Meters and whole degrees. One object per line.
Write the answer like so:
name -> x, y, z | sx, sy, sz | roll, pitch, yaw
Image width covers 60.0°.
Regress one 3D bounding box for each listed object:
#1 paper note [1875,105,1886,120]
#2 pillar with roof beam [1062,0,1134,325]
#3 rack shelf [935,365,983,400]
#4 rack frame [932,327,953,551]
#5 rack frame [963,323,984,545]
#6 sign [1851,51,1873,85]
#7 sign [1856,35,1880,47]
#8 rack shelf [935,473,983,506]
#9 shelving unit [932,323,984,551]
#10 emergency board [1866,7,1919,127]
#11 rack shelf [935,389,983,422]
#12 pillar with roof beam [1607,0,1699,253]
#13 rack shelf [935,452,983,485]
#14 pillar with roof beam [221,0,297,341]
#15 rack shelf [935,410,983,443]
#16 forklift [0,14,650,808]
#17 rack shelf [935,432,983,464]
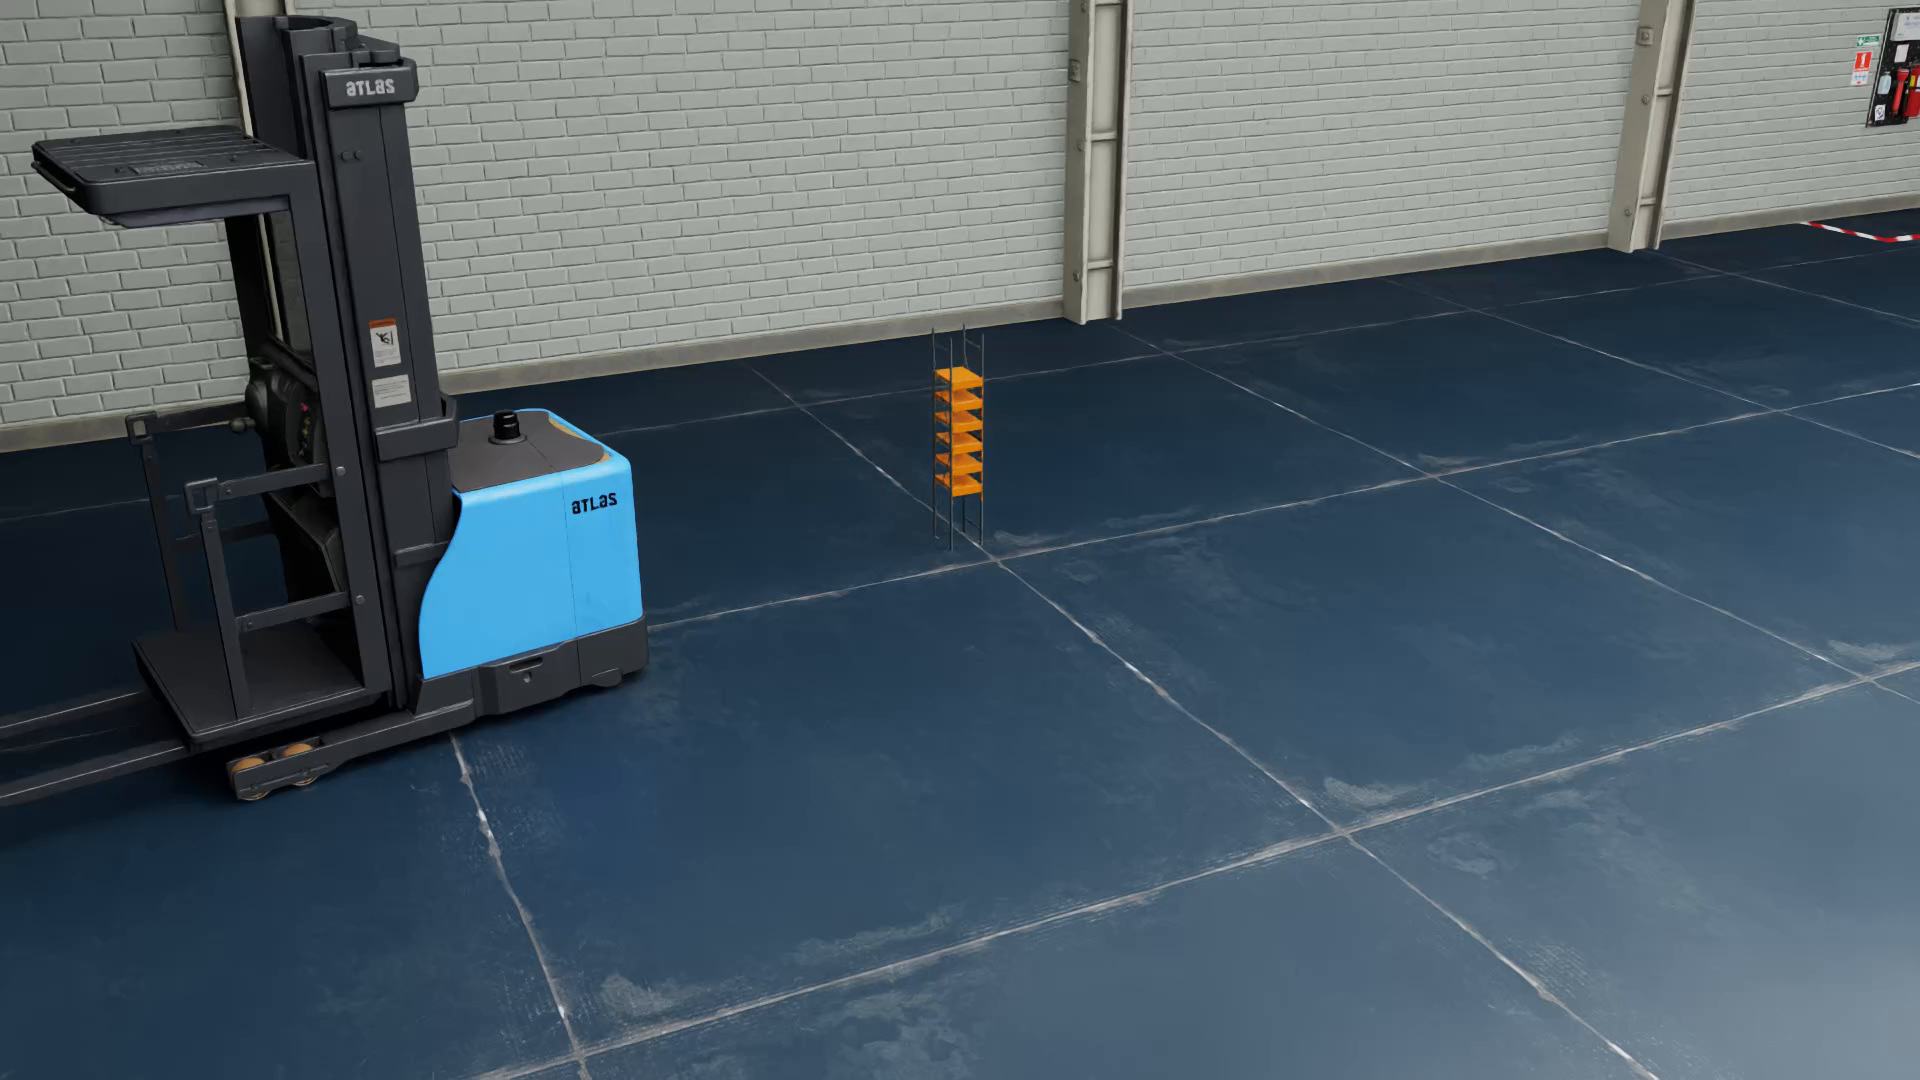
paper note -> 9.464, -4.396, 17.100 | 0.142, 0.148, 0.016 | -10, 25, -24
pillar with roof beam -> 2.951, -4.503, 8.363 | 0.400, 9.000, 9.100 | -10, 25, -24
rack shelf -> -0.013, -0.844, 8.894 | 0.180, 0.103, 0.258 | -10, 25, -24
rack frame -> -0.095, -0.537, 8.978 | 0.006, 1.200, 0.240 | -10, 25, -24
rack frame -> 0.069, -0.567, 9.051 | 0.006, 1.200, 0.240 | -10, 25, -24
sign -> 9.111, -4.769, 16.802 | 0.234, 0.329, 0.001 | -10, 25, -24
sign -> 9.119, -5.011, 16.695 | 0.331, 0.109, 0.001 | -10, 25, -24
rack shelf -> -0.013, -0.289, 9.124 | 0.180, 0.103, 0.258 | -10, 25, -24
shelving unit -> -0.013, -0.552, 9.015 | 0.189, 1.200, 0.258 | -10, 25, -24
emergency board -> 9.654, -4.809, 16.945 | 0.643, 1.169, 0.194 | -10, 25, -24
rack shelf -> -0.013, -0.733, 8.940 | 0.180, 0.103, 0.258 | -10, 25, -24
pillar with roof beam -> 8.358, -5.498, 10.767 | 0.400, 9.000, 9.100 | -10, 25, -24
rack shelf -> -0.013, -0.400, 9.078 | 0.180, 0.103, 0.258 | -10, 25, -24
pillar with roof beam -> -2.455, -3.508, 5.959 | 0.400, 9.000, 9.100 | -10, 25, -24
rack shelf -> -0.013, -0.622, 8.986 | 0.180, 0.103, 0.258 | -10, 25, -24
forklift -> -2.927, -0.533, 6.705 | 3.031, 2.935, 1.130 | -16, 27, -33
rack shelf -> -0.013, -0.511, 9.032 | 0.180, 0.103, 0.258 | -10, 25, -24
